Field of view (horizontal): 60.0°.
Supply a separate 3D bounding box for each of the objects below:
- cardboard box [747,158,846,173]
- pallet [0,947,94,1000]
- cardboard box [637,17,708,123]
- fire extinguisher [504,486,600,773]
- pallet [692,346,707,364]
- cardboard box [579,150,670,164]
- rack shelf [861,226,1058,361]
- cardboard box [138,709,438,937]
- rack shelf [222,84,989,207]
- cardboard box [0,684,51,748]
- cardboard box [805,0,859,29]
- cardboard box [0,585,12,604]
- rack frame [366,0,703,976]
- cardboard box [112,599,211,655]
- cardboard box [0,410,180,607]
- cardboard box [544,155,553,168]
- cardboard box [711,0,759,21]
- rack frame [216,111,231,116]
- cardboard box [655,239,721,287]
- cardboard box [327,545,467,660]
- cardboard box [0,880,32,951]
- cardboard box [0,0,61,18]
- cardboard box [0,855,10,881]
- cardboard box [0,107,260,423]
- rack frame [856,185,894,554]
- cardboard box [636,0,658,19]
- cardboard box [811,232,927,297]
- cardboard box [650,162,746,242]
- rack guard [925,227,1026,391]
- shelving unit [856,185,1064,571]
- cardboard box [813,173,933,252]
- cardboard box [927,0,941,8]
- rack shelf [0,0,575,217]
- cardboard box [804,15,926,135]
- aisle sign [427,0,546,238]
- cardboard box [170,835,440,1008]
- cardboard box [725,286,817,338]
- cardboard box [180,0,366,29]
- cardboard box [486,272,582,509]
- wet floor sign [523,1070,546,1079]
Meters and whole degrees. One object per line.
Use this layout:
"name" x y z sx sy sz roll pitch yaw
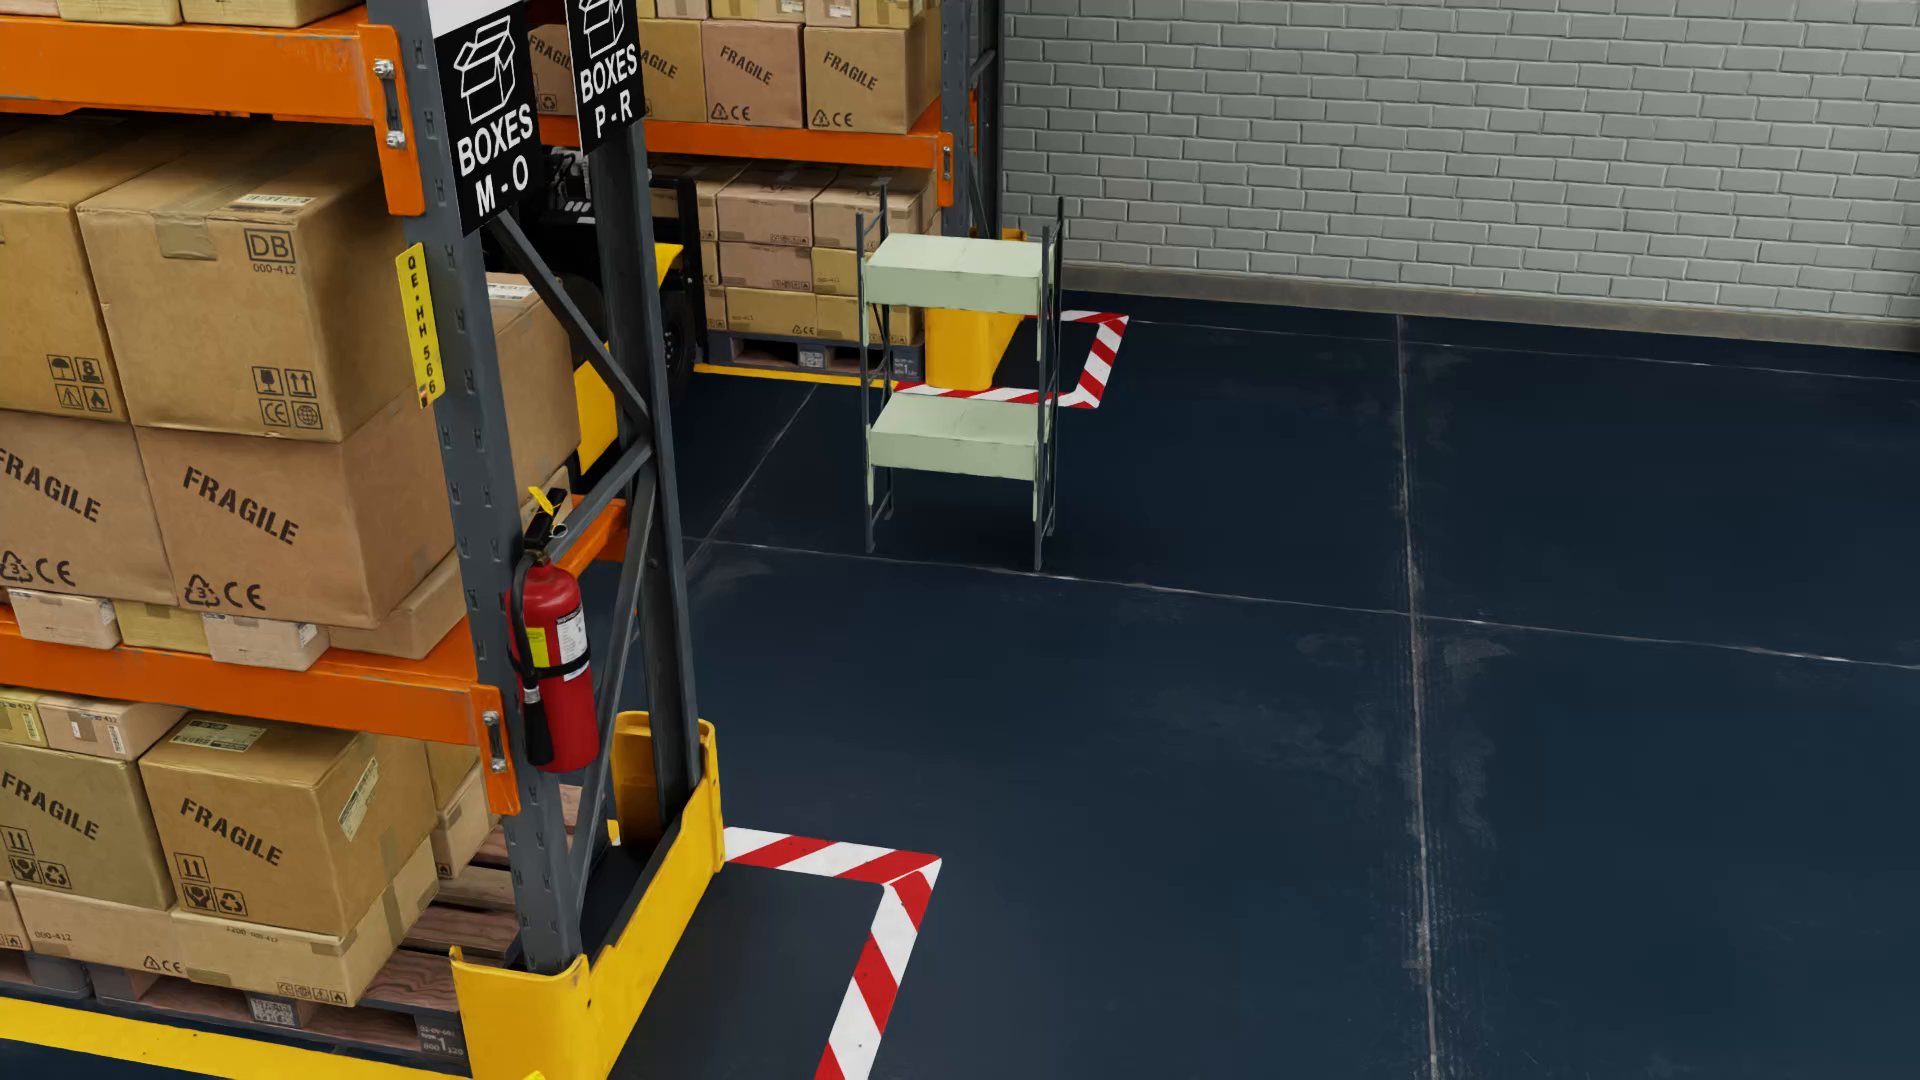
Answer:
"cardboard box" -0.848 -1.980 9.128 0.500 0.250 0.500 6 29 11
"pallet" -3.012 0.947 5.300 1.213 0.211 1.003 6 29 11
"cardboard box" -1.471 -2.456 8.508 0.500 0.500 0.500 5 29 10
"fire extinguisher" -0.945 0.215 3.814 0.183 0.674 0.296 6 29 11
"pallet" -1.874 -1.335 9.469 1.213 0.211 1.003 6 29 11
"cardboard box" -1.835 -2.090 9.329 0.500 0.250 0.500 5 29 10
"rack shelf" 0.007 -1.000 6.701 0.720 0.370 0.431 6 29 11
"cardboard box" -1.799 0.688 4.514 0.500 0.500 0.500 6 29 11
"rack shelf" -1.884 -2.263 9.009 4.000 0.370 1.077 6 29 11
"cardboard box" -2.417 0.372 4.417 0.250 0.149 0.380 6 29 11
"cardboard box" -0.582 -2.621 8.135 0.250 0.149 0.380 6 29 11
"cardboard box" -2.368 0.014 4.362 0.250 0.149 0.380 6 29 11
"rack frame" -0.961 -0.047 4.212 0.127 3.000 1.000 6 29 11
"cardboard box" -1.889 0.117 4.174 0.250 0.149 0.380 5 29 10
"cardboard box" -2.038 -0.198 4.075 0.500 0.500 0.500 6 29 11
"cardboard box" -2.445 -1.900 8.981 0.500 0.250 0.500 7 29 12
"cardboard box" -1.063 -2.706 8.290 0.250 0.149 0.380 6 29 10
"rack frame" -3.840 -2.779 9.203 0.127 3.000 1.000 6 29 11
"cardboard box" -1.467 -1.575 8.908 0.500 0.250 0.500 5 29 9
"cardboard box" -1.371 0.126 4.157 0.250 0.149 0.380 7 29 12
"cardboard box" -2.826 0.915 4.881 0.500 0.250 0.500 5 29 9
"cardboard box" -1.871 -1.209 3.472 0.250 0.149 0.380 7 29 12
"cardboard box" -2.802 0.584 4.705 0.500 0.500 0.500 5 29 9
"cardboard box" -2.000 -0.663 3.882 0.500 0.500 0.700 6 29 11
"rack frame" -0.351 -0.694 6.956 0.023 1.500 0.400 6 29 11
"cardboard box" -1.585 -2.727 8.328 0.250 0.149 0.380 6 29 11
"cardboard box" -0.469 -1.478 8.731 0.500 0.250 0.500 5 29 10
"cardboard box" -1.440 -1.789 8.779 0.500 0.250 0.500 6 29 11
"rack guard" 0.095 -1.279 9.066 0.348 0.500 1.175 6 29 11
"shelving unit" 0.007 -0.657 6.889 0.755 1.500 0.431 6 29 11
"cardboard box" -0.444 -1.695 8.606 0.500 0.250 0.500 7 29 12
"cardboard box" -0.206 -2.862 8.575 0.250 0.149 0.380 5 29 9
"rack shelf" -2.917 -1.247 4.030 4.000 0.370 1.077 6 29 11
"cardboard box" -0.464 -2.348 8.311 0.500 0.500 0.500 5 29 9
"aisle sign" -0.961 -1.045 3.327 0.004 0.787 0.394 6 29 11
"cardboard box" -1.831 1.018 4.693 0.500 0.250 0.500 6 29 10
"cardboard box" -0.938 -1.309 8.944 0.500 0.250 0.500 6 29 11
"cardboard box" -1.368 -1.157 3.377 0.250 0.149 0.380 6 29 11
"cardboard box" -1.366 -0.399 4.441 0.500 0.500 0.500 5 29 10
"wet floor sign" -0.999 1.508 3.824 0.232 0.644 0.267 17 33 28
